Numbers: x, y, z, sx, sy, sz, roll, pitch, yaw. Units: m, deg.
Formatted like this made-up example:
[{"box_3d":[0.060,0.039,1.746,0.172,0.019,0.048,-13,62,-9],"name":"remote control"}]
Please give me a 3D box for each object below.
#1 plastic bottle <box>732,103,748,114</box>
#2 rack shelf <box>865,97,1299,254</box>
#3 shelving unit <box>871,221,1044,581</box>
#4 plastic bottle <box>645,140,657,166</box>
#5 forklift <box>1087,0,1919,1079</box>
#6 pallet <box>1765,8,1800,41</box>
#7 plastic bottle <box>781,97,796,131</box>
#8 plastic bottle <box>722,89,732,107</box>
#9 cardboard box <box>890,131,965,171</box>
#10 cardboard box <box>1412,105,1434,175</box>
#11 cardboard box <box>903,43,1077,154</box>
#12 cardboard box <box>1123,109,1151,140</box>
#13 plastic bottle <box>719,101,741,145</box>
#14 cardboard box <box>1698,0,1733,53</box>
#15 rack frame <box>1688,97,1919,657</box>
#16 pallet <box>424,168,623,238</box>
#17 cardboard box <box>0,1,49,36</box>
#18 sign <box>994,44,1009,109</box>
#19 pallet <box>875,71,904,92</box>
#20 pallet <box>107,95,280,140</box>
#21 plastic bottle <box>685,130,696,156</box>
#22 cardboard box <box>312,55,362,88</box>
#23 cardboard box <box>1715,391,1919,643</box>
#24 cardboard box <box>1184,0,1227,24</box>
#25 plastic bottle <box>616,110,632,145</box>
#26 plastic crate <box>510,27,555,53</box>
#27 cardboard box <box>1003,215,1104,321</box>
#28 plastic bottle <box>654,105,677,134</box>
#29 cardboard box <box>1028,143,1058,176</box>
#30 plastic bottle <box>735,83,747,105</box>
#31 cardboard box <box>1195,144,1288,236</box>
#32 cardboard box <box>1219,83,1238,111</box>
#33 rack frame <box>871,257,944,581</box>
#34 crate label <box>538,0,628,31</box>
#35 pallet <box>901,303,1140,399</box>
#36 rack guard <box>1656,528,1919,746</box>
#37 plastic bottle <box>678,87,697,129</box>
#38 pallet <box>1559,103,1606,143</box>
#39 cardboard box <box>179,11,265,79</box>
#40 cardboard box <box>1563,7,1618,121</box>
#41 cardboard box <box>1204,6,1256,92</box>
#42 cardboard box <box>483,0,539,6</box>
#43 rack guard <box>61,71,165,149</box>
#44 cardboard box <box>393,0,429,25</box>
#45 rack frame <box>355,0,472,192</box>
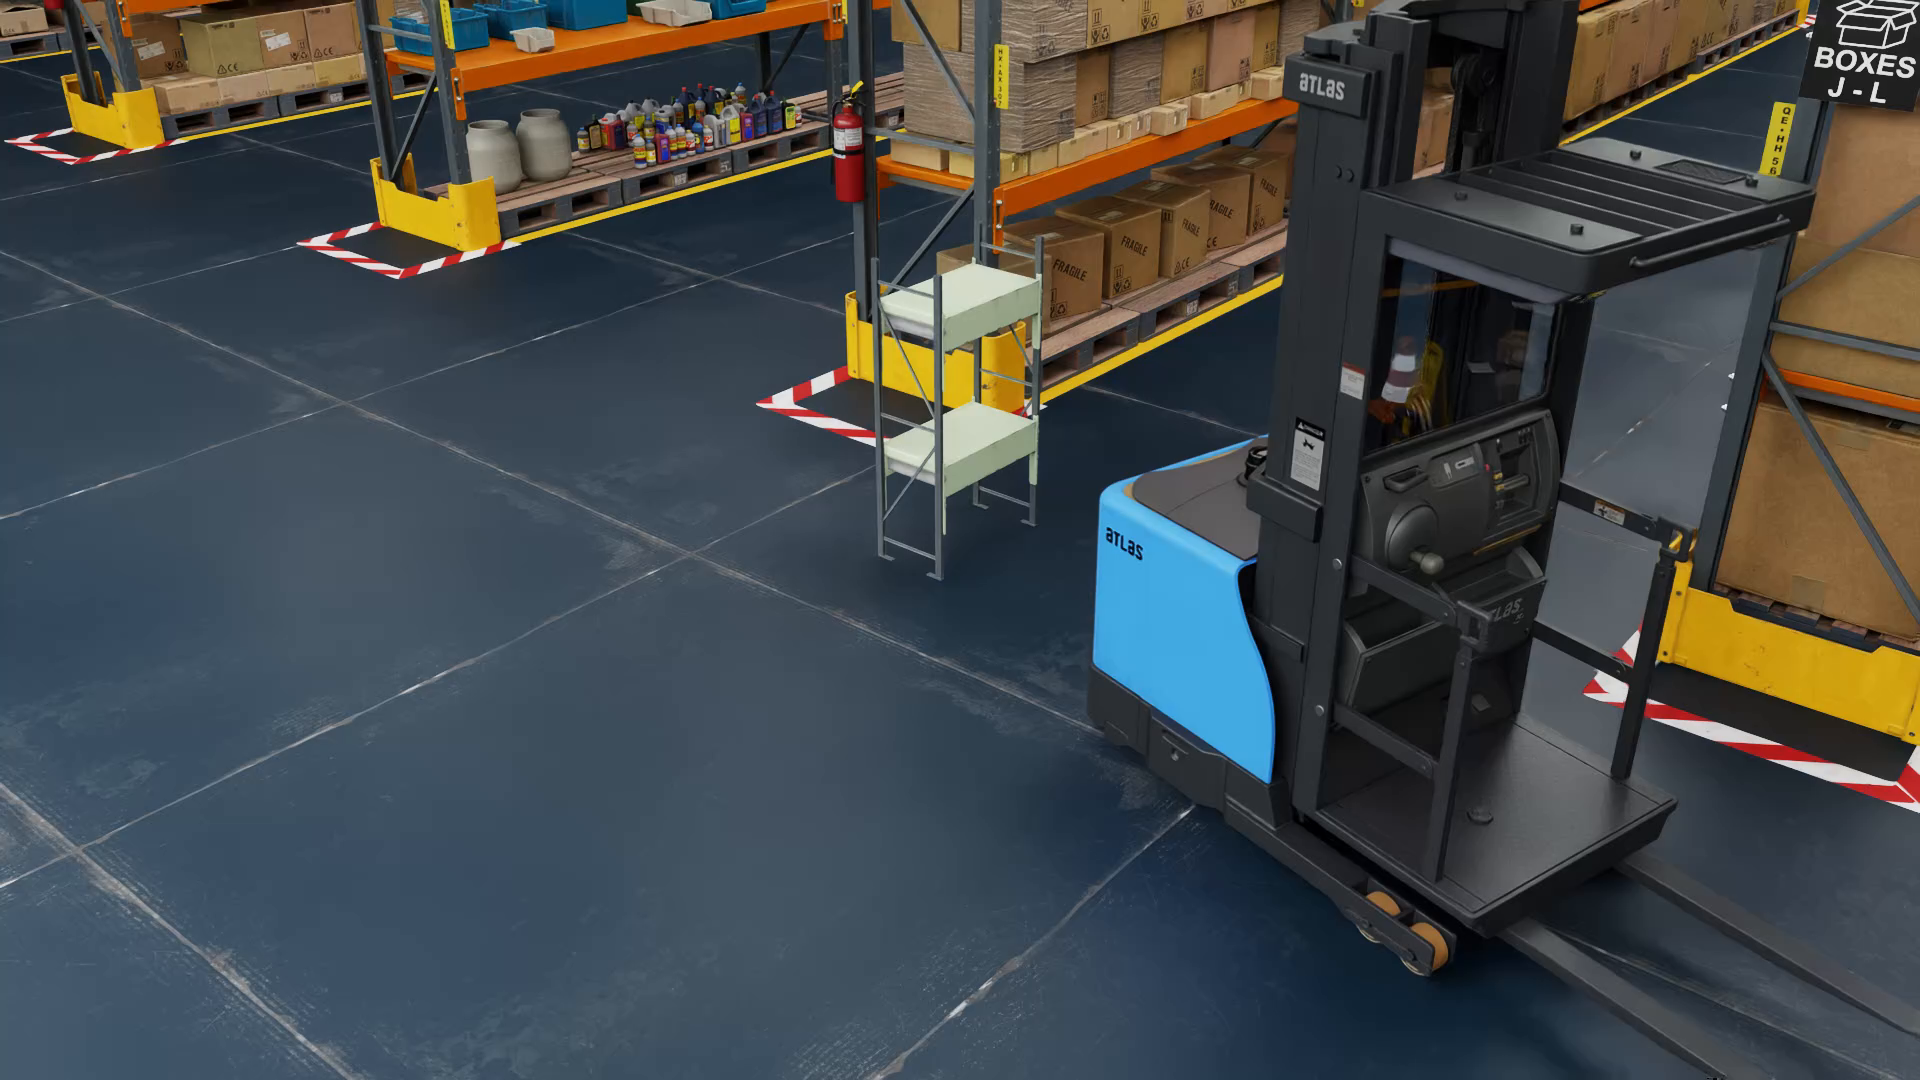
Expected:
[{"box_3d":[-1.921,-3.721,14.664,0.152,0.276,0.135,21,34,34],"name":"plastic bottle"},{"box_3d":[1.068,-2.606,10.805,1.077,0.370,4.000,21,34,34],"name":"rack shelf"},{"box_3d":[-0.004,-0.664,7.901,0.431,1.500,0.755,21,34,34],"name":"shelving unit"},{"box_3d":[-2.566,-3.205,13.747,0.097,0.201,0.097,0,27,0],"name":"plastic bottle"},{"box_3d":[1.771,-0.123,5.299,1.130,2.935,3.031,-18,32,-31],"name":"forklift"},{"box_3d":[9.525,-6.344,20.284,1.003,0.211,1.213,21,34,34],"name":"pallet"},{"box_3d":[-1.533,-3.804,14.816,0.061,0.283,0.133,23,35,37],"name":"plastic bottle"},{"box_3d":[-2.124,-3.932,15.064,0.061,0.283,0.133,21,34,34],"name":"plastic bottle"},{"box_3d":[-0.182,-2.266,9.639,0.380,0.149,0.250,21,34,34],"name":"cardboard box"},{"box_3d":[3.421,-3.293,13.593,0.700,0.500,0.500,18,32,30],"name":"cardboard box"},{"box_3d":[0.167,-2.580,9.540,0.875,0.500,0.500,21,34,34],"name":"cardboard box"},{"box_3d":[0.951,-2.581,10.248,0.380,0.149,0.250,21,34,34],"name":"cardboard box"},{"box_3d":[-1.996,-3.606,14.359,0.144,0.351,0.185,21,34,34],"name":"plastic bottle"},{"box_3d":[7.911,-5.924,18.293,0.875,0.875,0.875,21,34,34],"name":"cardboard box"},{"box_3d":[3.559,-0.731,6.398,1.000,3.000,0.127,21,34,34],"name":"rack frame"},{"box_3d":[-3.493,-2.752,13.341,1.003,0.211,1.213,21,34,34],"name":"pallet"},{"box_3d":[-10.798,-5.981,18.995,0.500,0.311,0.500,24,36,38],"name":"cardboard box"},{"box_3d":[0.215,-2.442,8.764,0.100,0.325,0.005,21,34,34],"name":"sign"},{"box_3d":[-0.236,-4.568,16.850,1.003,0.211,1.213,21,34,34],"name":"pallet"},{"box_3d":[-7.391,-4.158,16.057,1.003,0.211,1.213,21,34,34],"name":"pallet"},{"box_3d":[-2.287,-3.360,14.047,0.097,0.201,0.097,0,27,0],"name":"plastic bottle"},{"box_3d":[-6.377,-4.734,16.673,0.500,0.250,0.500,21,34,34],"name":"cardboard box"},{"box_3d":[3.940,-0.233,7.292,0.875,0.875,0.875,21,34,35],"name":"cardboard box"},{"box_3d":[1.310,-3.484,10.200,0.500,0.500,0.500,21,34,34],"name":"cardboard box"},{"box_3d":[-2.926,-3.559,14.351,0.152,0.276,0.135,20,33,33],"name":"plastic bottle"},{"box_3d":[-3.208,-3.770,12.560,0.298,0.136,0.250,21,34,34],"name":"plastic crate"},{"box_3d":[0.560,-1.731,10.595,0.500,0.500,0.500,-18,32,-31],"name":"cardboard box"},{"box_3d":[-2.575,-3.651,14.528,0.152,0.276,0.135,21,34,34],"name":"plastic bottle"},{"box_3d":[0.335,-2.219,9.548,0.380,0.149,0.250,21,34,34],"name":"cardboard box"},{"box_3d":[-2.022,-4.081,15.364,0.097,0.271,0.097,0,27,0],"name":"plastic bottle"},{"box_3d":[2.055,-2.581,12.237,0.500,0.500,0.500,20,33,33],"name":"cardboard box"},{"box_3d":[1.597,-2.932,10.926,0.380,0.149,0.250,21,34,34],"name":"cardboard box"},{"box_3d":[-0.237,-0.534,7.650,0.400,1.500,0.023,21,34,34],"name":"rack frame"},{"box_3d":[-3.064,-4.411,13.474,0.502,0.435,0.616,21,34,34],"name":"crate label"},{"box_3d":[0.389,-1.282,10.499,1.003,0.211,1.213,21,34,34],"name":"pallet"},{"box_3d":[3.544,0.388,6.956,1.175,0.500,0.348,21,34,34],"name":"rack guard"},{"box_3d":[-2.435,-3.869,14.868,0.144,0.351,0.185,19,33,32],"name":"plastic bottle"},{"box_3d":[5.444,-4.072,15.891,1.003,0.211,1.213,21,34,34],"name":"pallet"},{"box_3d":[-7.016,-4.714,15.817,0.500,0.500,0.500,21,34,34],"name":"cardboard box"},{"box_3d":[5.340,-4.534,15.605,1.225,0.875,0.875,19,33,32],"name":"cardboard box"},{"box_3d":[1.421,-3.296,10.924,0.875,0.500,0.500,21,34,34],"name":"cardboard box"},{"box_3d":[-4.846,-5.819,18.159,0.500,0.311,0.500,21,34,35],"name":"cardboard box"},{"box_3d":[-7.861,-3.994,15.426,1.175,0.500,0.348,21,34,34],"name":"rack guard"},{"box_3d":[-5.755,-5.427,17.196,0.500,0.500,0.500,21,34,34],"name":"cardboard box"},{"box_3d":[-4.026,-3.664,12.068,1.000,3.000,0.127,21,34,34],"name":"rack frame"}]
